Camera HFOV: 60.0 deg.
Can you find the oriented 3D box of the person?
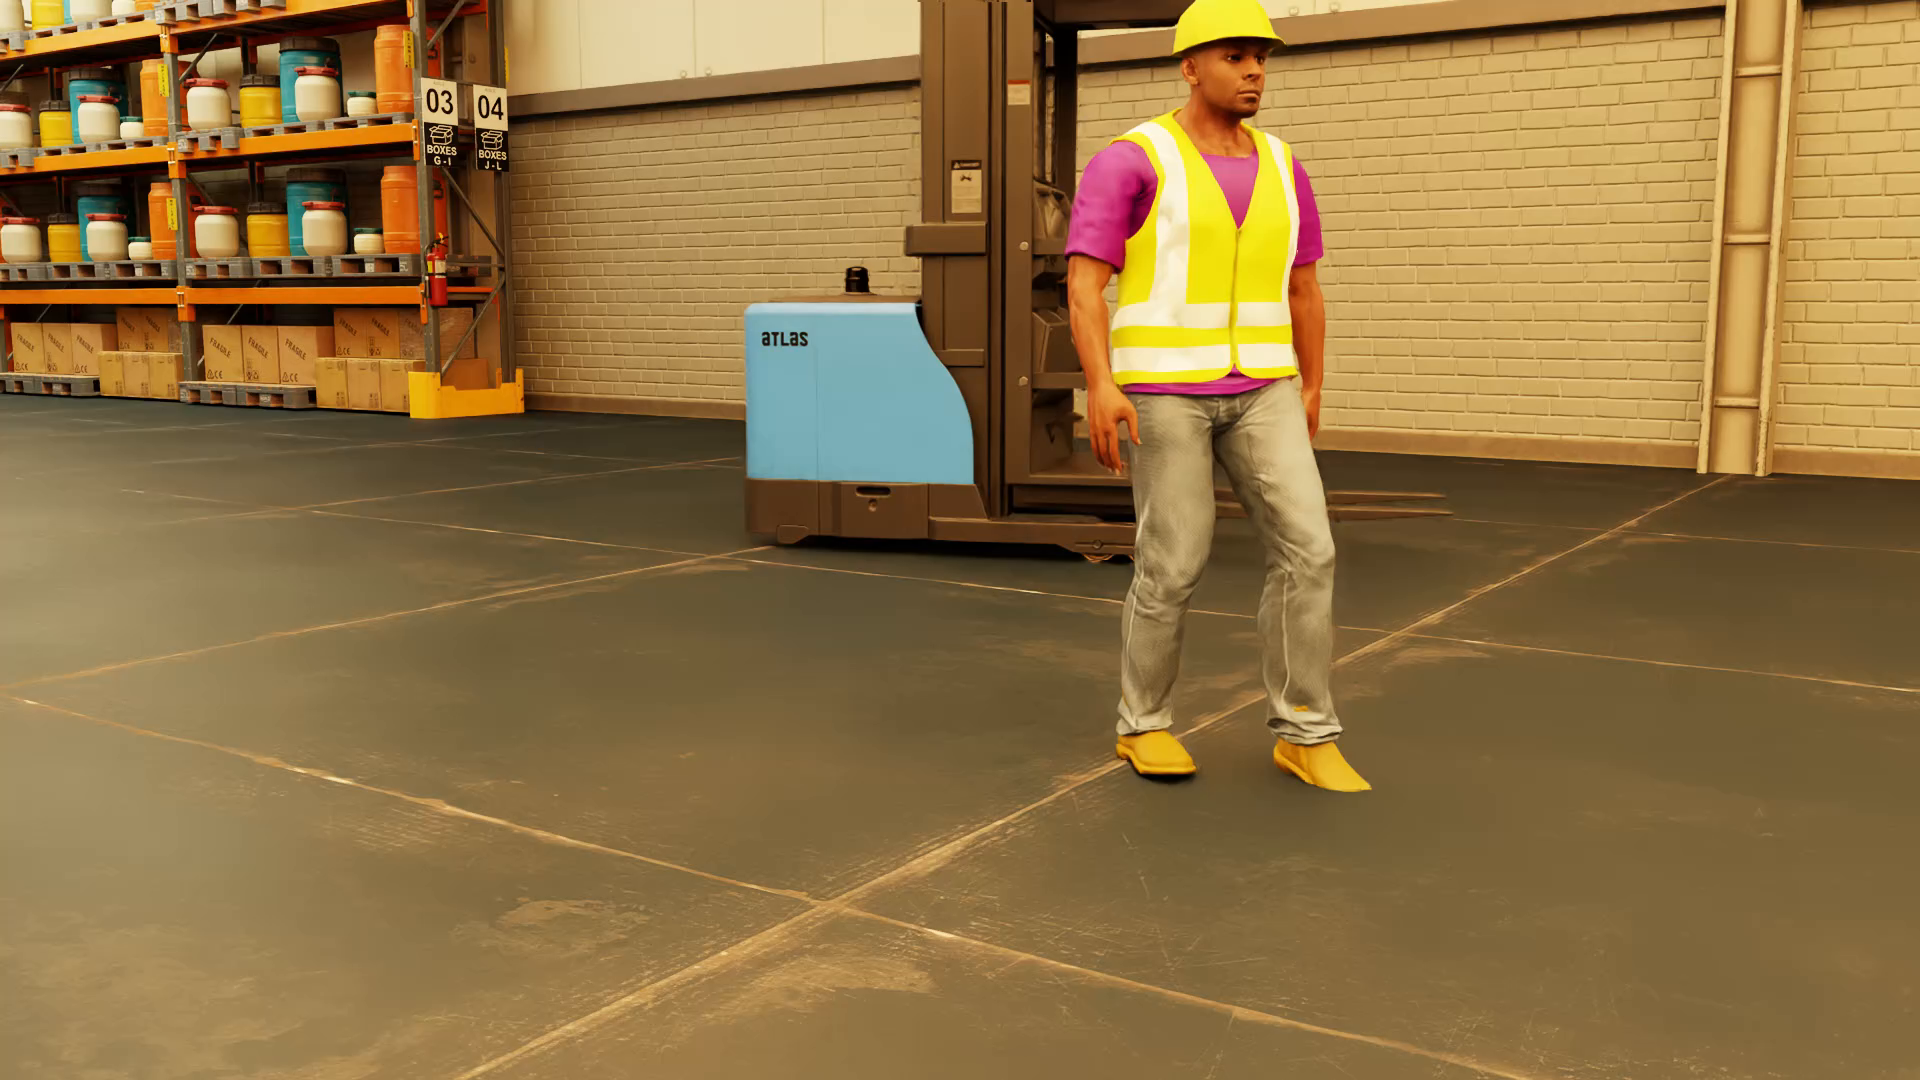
[{"bbox_3d":[0.586,-0.299,3.700,0.663,1.801,0.538,-3,9,-19],"label":"person"}]

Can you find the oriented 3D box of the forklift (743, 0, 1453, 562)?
[{"bbox_3d":[0.615,-1.433,7.271,3.031,2.935,1.130,2,8,13],"label":"forklift"}]
